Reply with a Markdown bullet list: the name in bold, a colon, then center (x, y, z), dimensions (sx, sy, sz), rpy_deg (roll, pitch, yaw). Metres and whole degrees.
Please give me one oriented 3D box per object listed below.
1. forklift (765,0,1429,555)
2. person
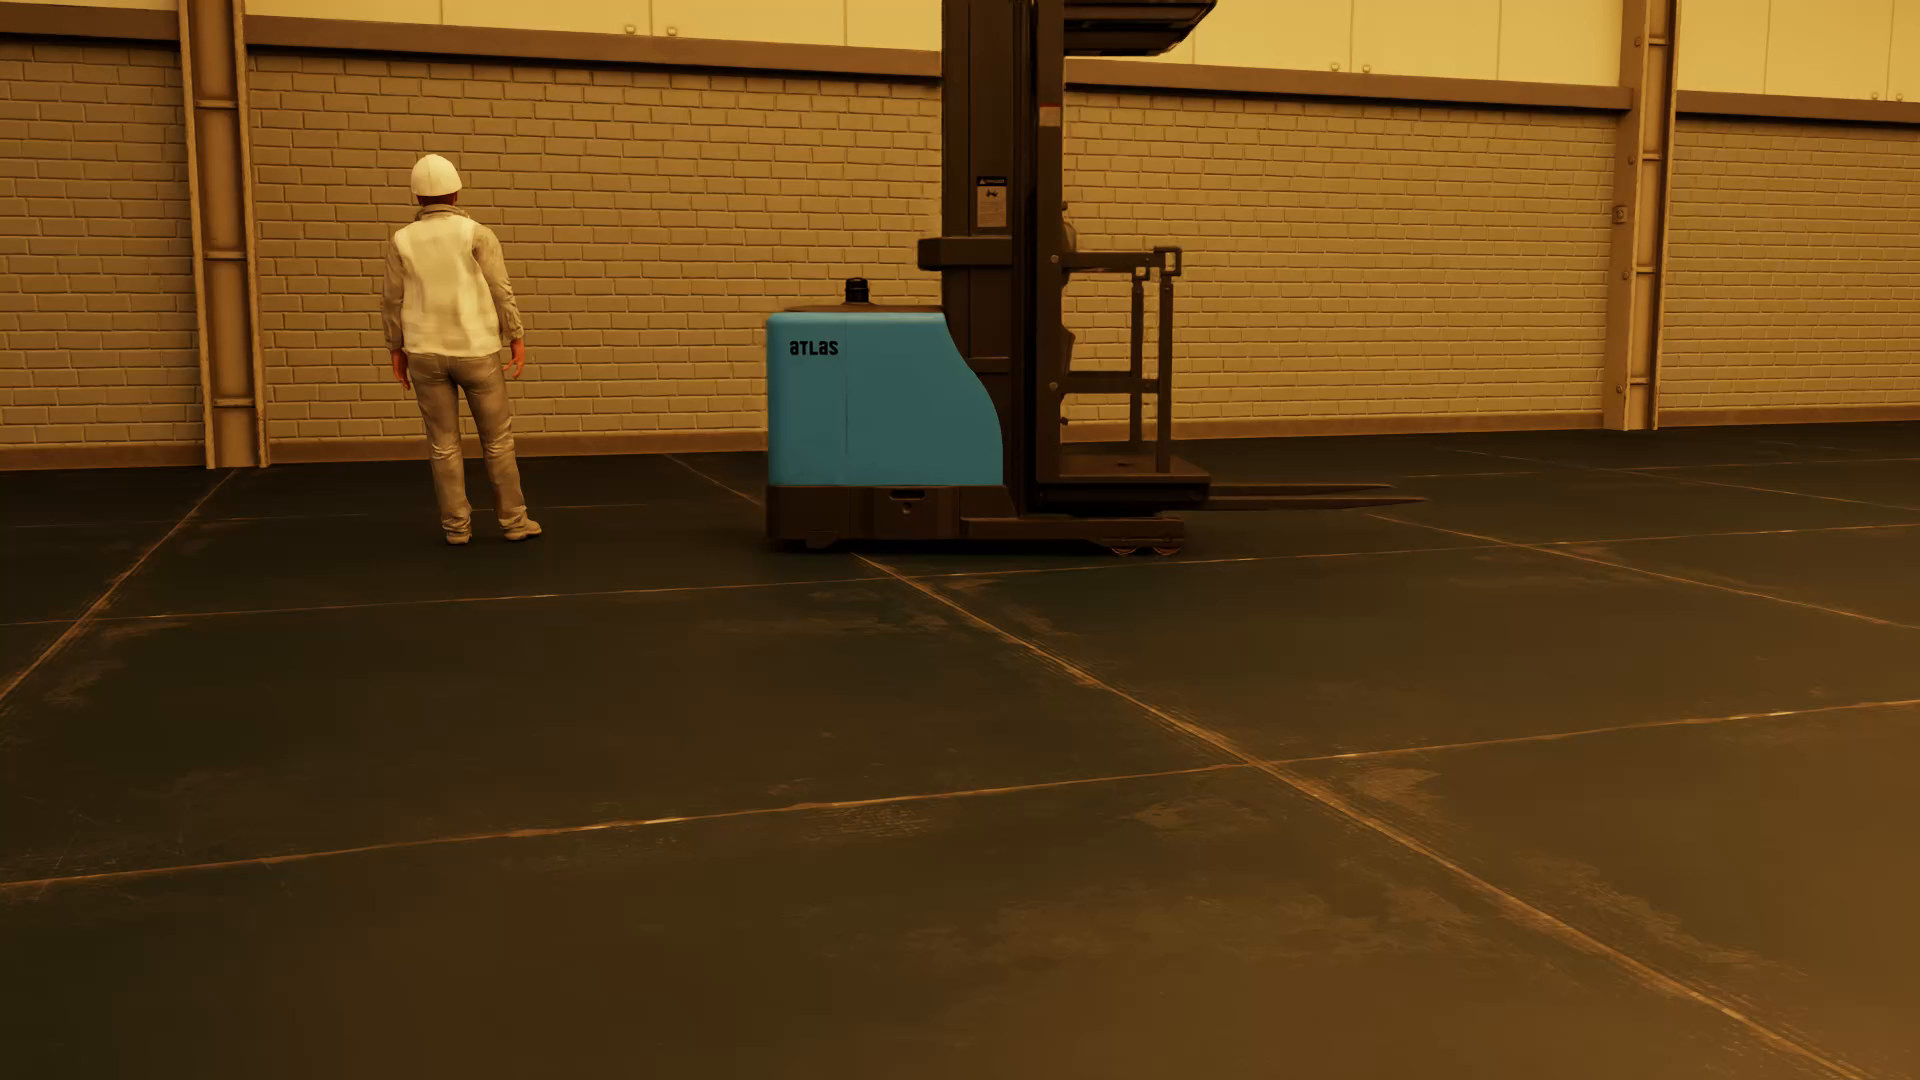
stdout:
- **forklift**: center (0.632, -1.457, 7.761), dimensions (3.031, 2.935, 1.130), rpy_deg (0, 8, -1)
- **person**: center (-2.329, -0.876, 7.728), dimensions (0.630, 1.773, 0.570), rpy_deg (0, 8, -4)
